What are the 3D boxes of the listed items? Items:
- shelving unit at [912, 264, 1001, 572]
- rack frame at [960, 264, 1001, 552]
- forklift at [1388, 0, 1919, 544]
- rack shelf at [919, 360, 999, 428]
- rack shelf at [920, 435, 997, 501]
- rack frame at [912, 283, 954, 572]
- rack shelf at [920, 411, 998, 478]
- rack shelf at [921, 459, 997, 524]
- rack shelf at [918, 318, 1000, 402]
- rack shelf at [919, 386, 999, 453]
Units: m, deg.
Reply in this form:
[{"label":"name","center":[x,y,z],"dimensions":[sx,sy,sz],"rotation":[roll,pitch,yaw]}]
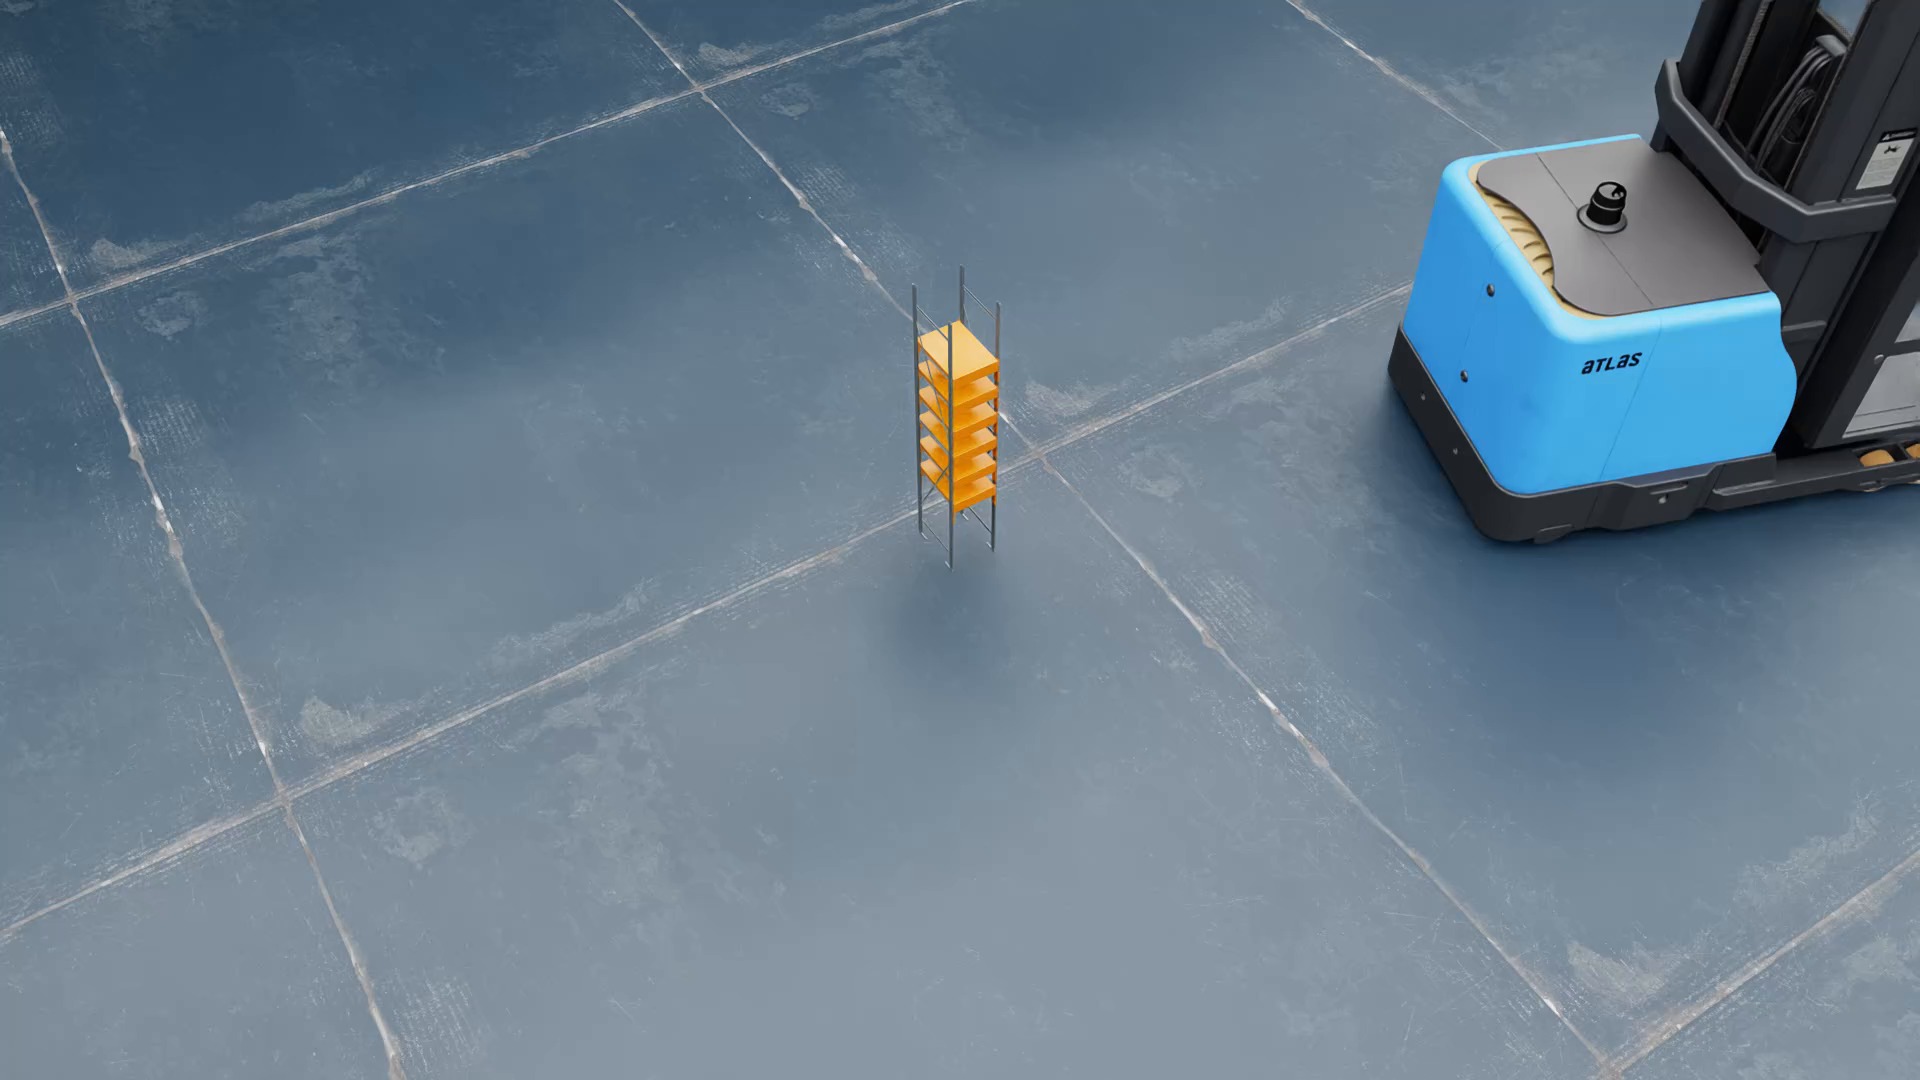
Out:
[{"label":"shelving unit","center":[-0.012,-0.393,5.797],"dimensions":[0.189,1.200,0.258],"rotation":[-25,53,-21]},{"label":"rack frame","center":[0.065,-0.430,5.829],"dimensions":[0.006,1.200,0.240],"rotation":[-25,53,-21]},{"label":"forklift","center":[3.313,-1.538,5.657],"dimensions":[3.031,2.935,1.130],"rotation":[-10,49,-8]},{"label":"rack shelf","center":[-0.012,-0.523,5.651],"dimensions":[0.180,0.103,0.258],"rotation":[-25,53,-21]},{"label":"rack shelf","center":[-0.012,-0.284,5.920],"dimensions":[0.180,0.103,0.258],"rotation":[-25,53,-21]},{"label":"rack frame","center":[-0.090,-0.357,5.764],"dimensions":[0.006,1.200,0.240],"rotation":[-25,53,-21]},{"label":"rack shelf","center":[-0.012,-0.364,5.830],"dimensions":[0.180,0.103,0.258],"rotation":[-25,53,-21]},{"label":"rack shelf","center":[-0.012,-0.204,6.009],"dimensions":[0.180,0.103,0.258],"rotation":[-25,53,-21]},{"label":"rack shelf","center":[-0.012,-0.603,5.561],"dimensions":[0.180,0.103,0.258],"rotation":[-25,53,-21]},{"label":"rack shelf","center":[-0.012,-0.444,5.740],"dimensions":[0.180,0.103,0.258],"rotation":[-25,53,-21]}]
